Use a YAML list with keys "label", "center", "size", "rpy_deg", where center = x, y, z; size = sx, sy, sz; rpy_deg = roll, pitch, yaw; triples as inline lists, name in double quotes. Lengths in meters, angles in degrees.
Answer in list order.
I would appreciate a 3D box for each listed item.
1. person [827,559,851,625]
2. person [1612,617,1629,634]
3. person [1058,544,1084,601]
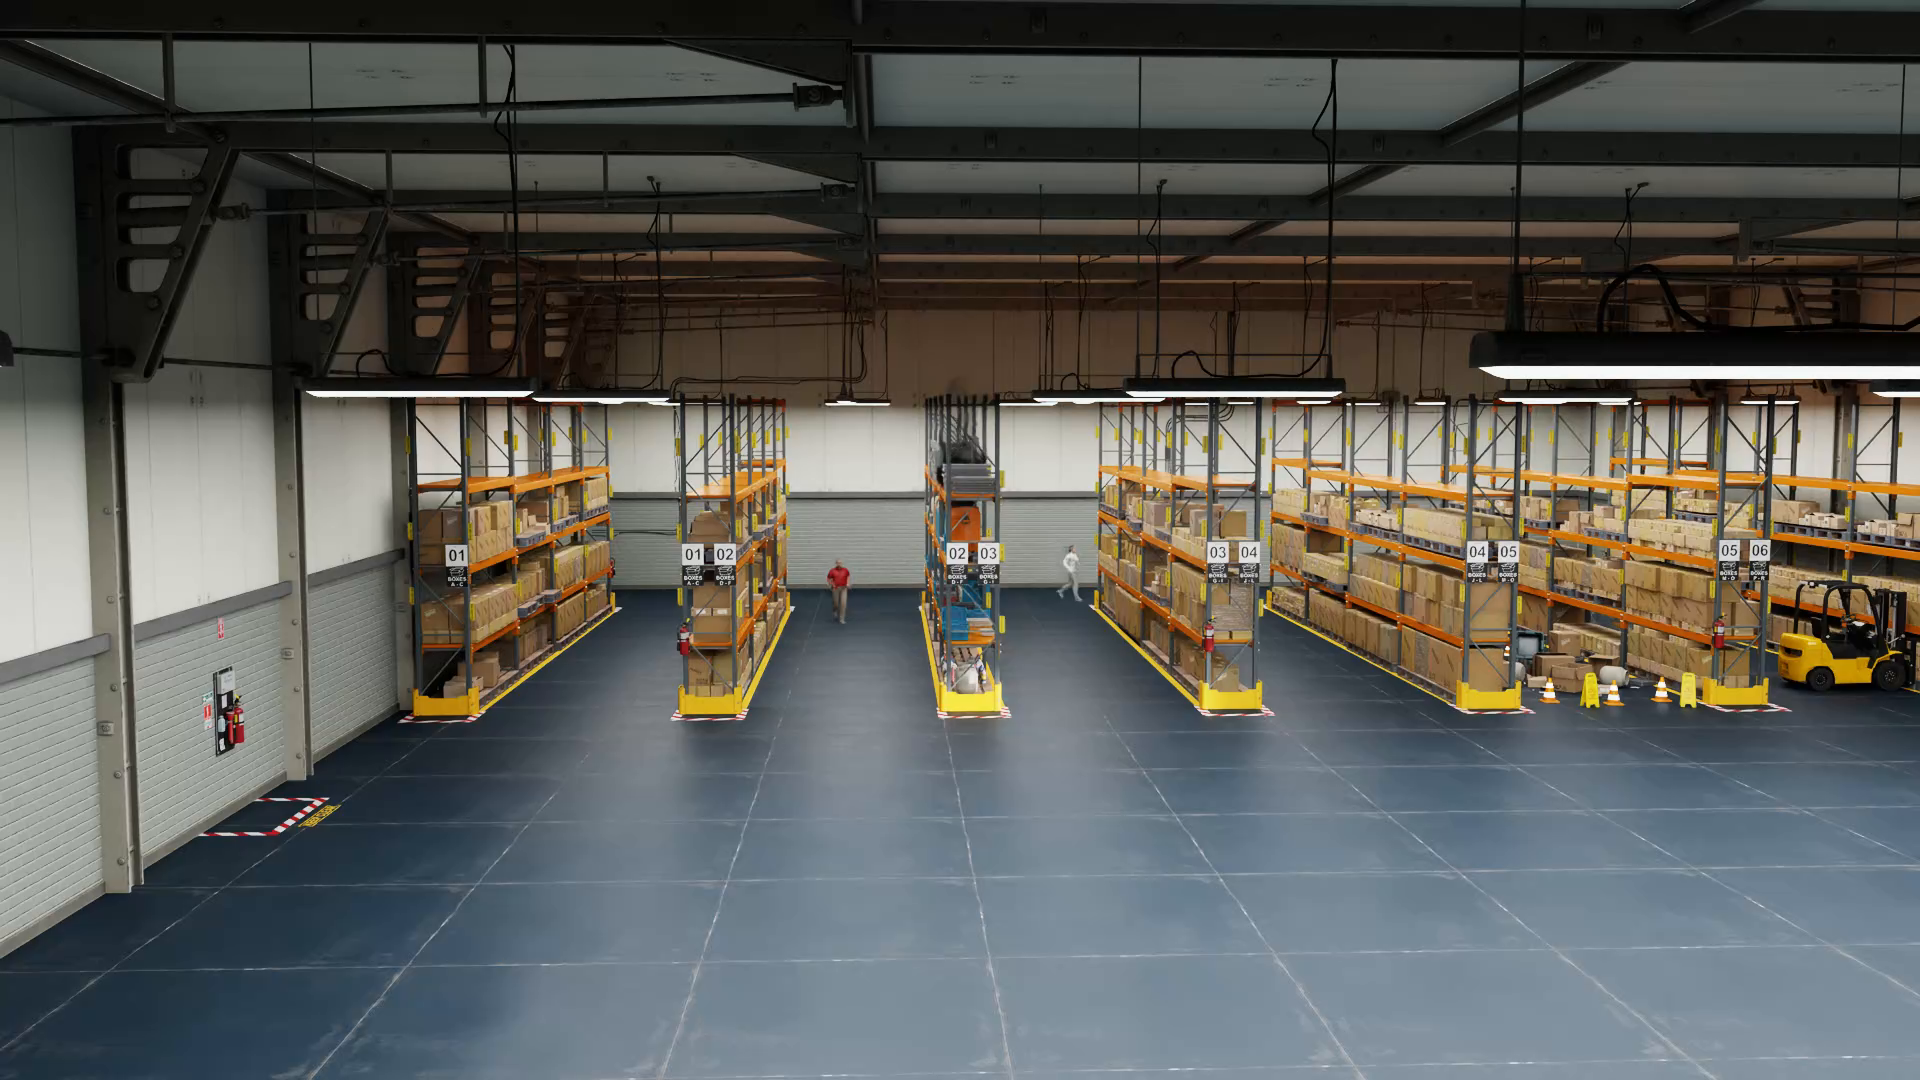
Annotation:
- label: "person"
  center: [-3.230, 1.366, 44.537]
  size: [0.663, 1.729, 0.888]
  rpy_deg: [-1, 5, -14]
- label: "person"
  center: [16.250, 1.666, 40.799]
  size: [0.565, 1.655, 0.553]
  rpy_deg: [-1, 5, -10]
- label: "person"
  center: [3.290, 0.954, 49.373]
  size: [0.860, 1.694, 0.610]
  rpy_deg: [2, 5, 27]
